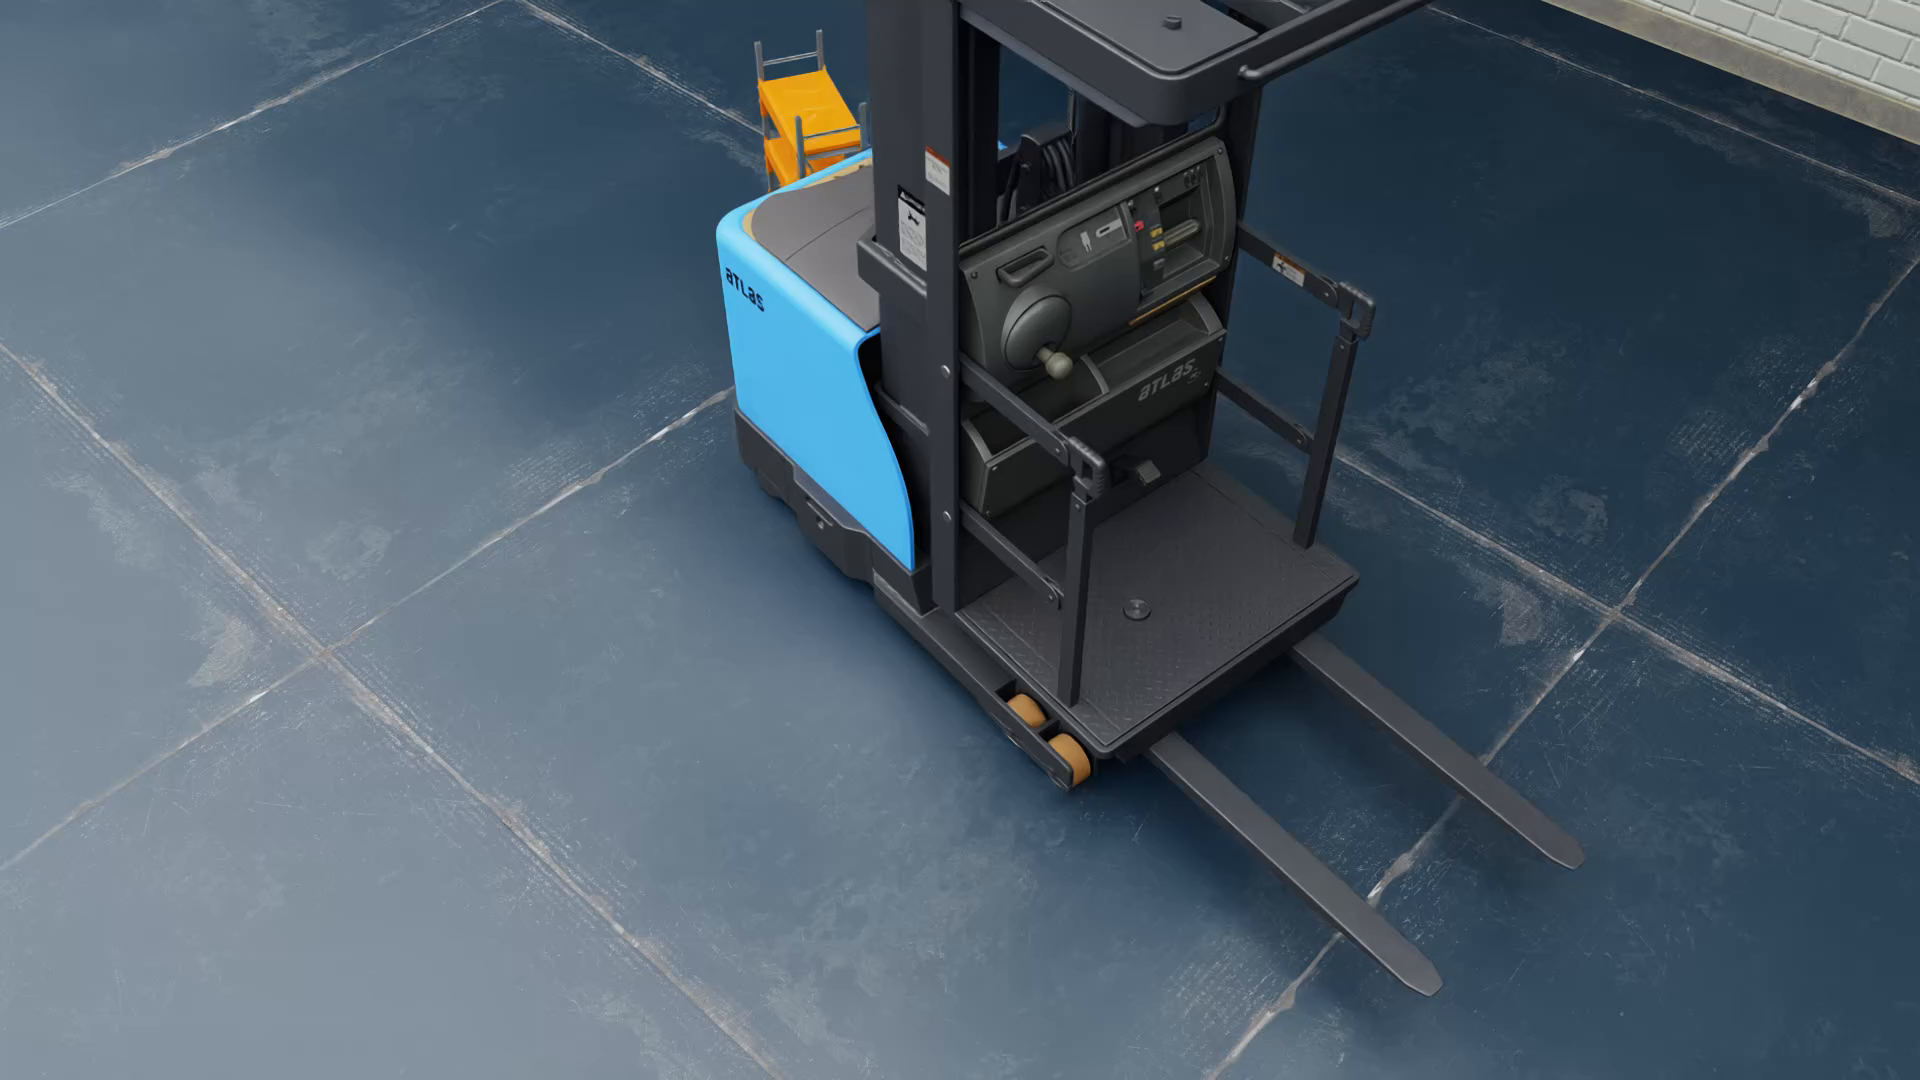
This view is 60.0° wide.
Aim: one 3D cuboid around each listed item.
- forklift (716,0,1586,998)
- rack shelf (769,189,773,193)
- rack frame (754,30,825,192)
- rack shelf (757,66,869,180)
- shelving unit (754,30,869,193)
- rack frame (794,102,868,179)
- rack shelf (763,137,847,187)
[{"bbox_3d":[0.529,-0.670,4.369,1.130,2.935,3.031,-31,54,-26],"label":"forklift"},{"bbox_3d":[-0.507,-1.111,6.062,0.258,0.148,0.480,-15,49,-14],"label":"rack shelf"},{"bbox_3d":[-0.591,-1.324,6.170,0.240,1.200,0.015,-15,49,-14],"label":"rack frame"},{"bbox_3d":[-0.507,-1.426,5.727,0.258,0.148,0.480,-15,49,-14],"label":"rack shelf"},{"bbox_3d":[-0.507,-1.157,6.013,0.258,1.200,0.503,-15,49,-14],"label":"shelving unit"},{"bbox_3d":[-0.423,-0.990,5.856,0.240,1.200,0.015,-15,49,-14],"label":"rack frame"},{"bbox_3d":[-0.507,-1.264,5.899,0.258,0.148,0.480,-15,49,-14],"label":"rack shelf"}]
